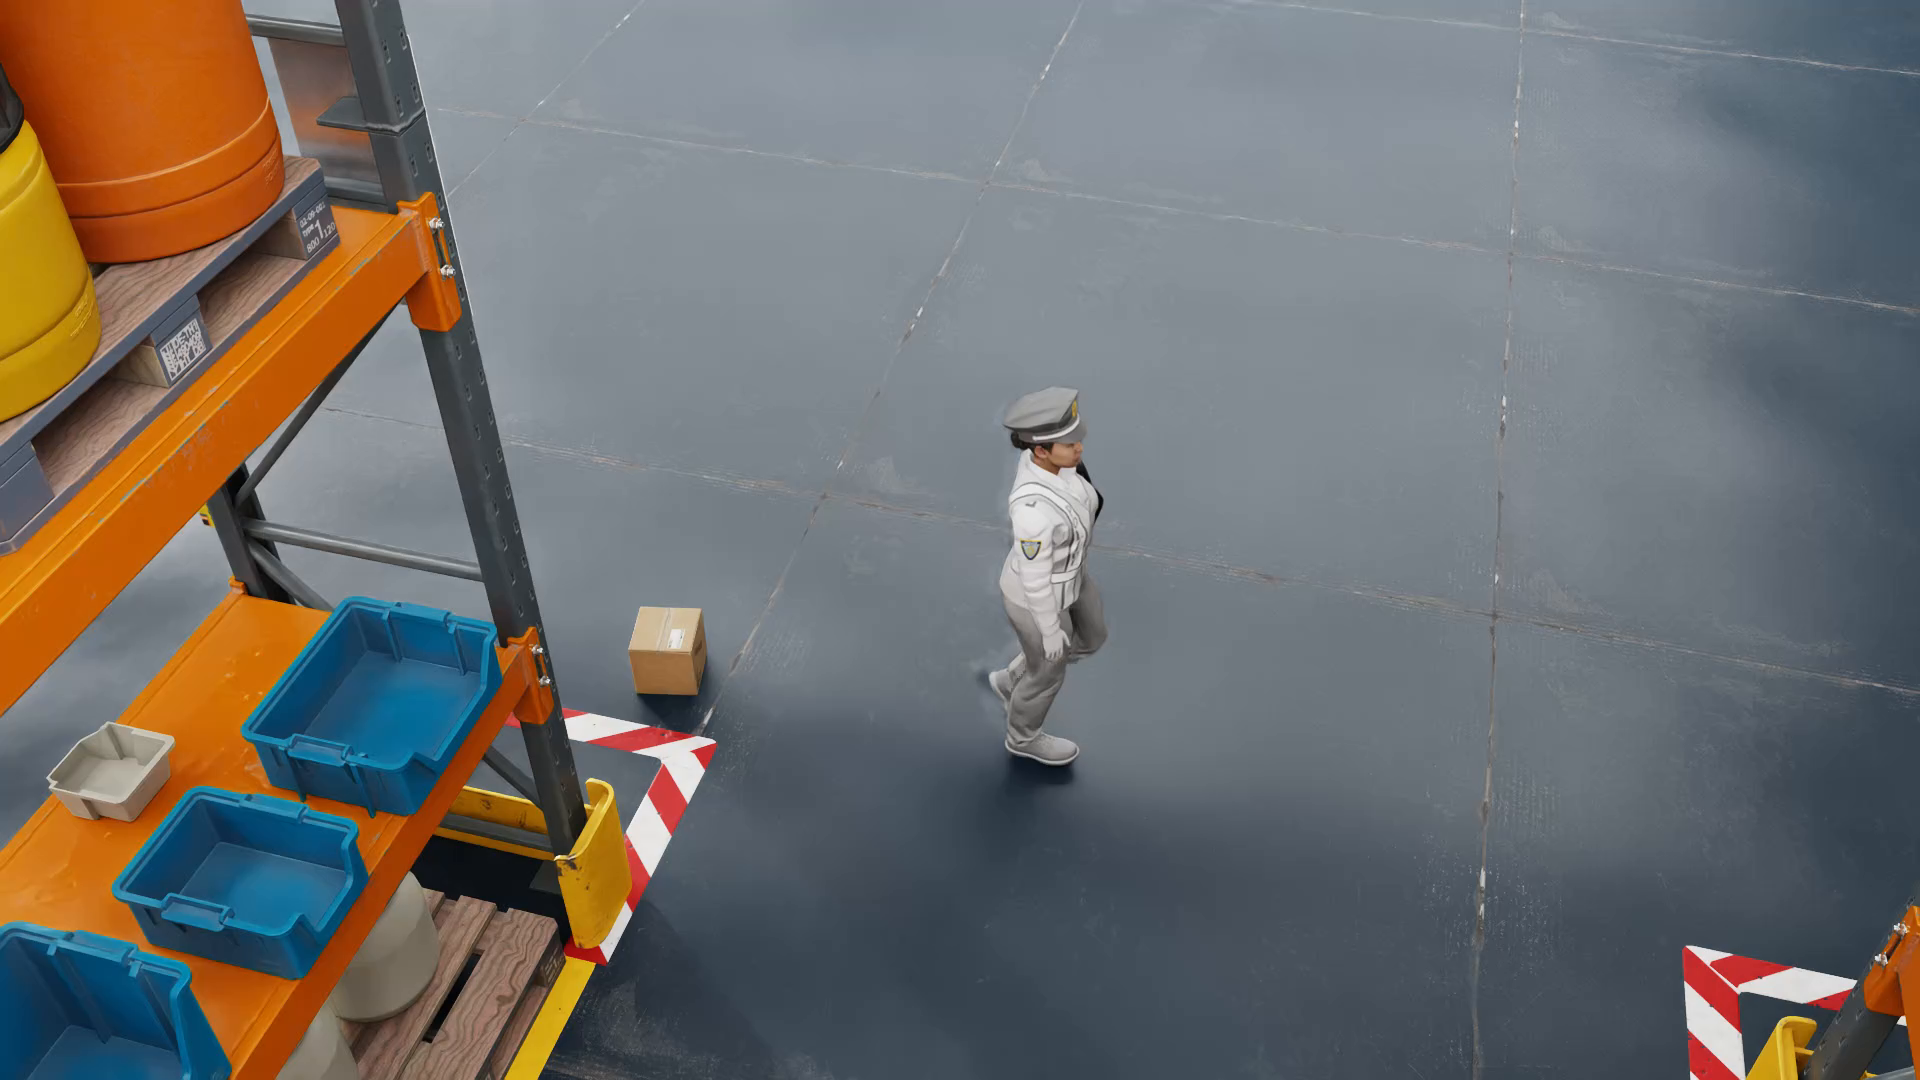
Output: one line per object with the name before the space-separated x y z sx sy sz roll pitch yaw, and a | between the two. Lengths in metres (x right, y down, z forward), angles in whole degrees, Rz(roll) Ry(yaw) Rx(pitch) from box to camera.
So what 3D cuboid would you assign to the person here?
person | 0.417 0.200 5.902 0.471 1.729 0.524 10 42 11
